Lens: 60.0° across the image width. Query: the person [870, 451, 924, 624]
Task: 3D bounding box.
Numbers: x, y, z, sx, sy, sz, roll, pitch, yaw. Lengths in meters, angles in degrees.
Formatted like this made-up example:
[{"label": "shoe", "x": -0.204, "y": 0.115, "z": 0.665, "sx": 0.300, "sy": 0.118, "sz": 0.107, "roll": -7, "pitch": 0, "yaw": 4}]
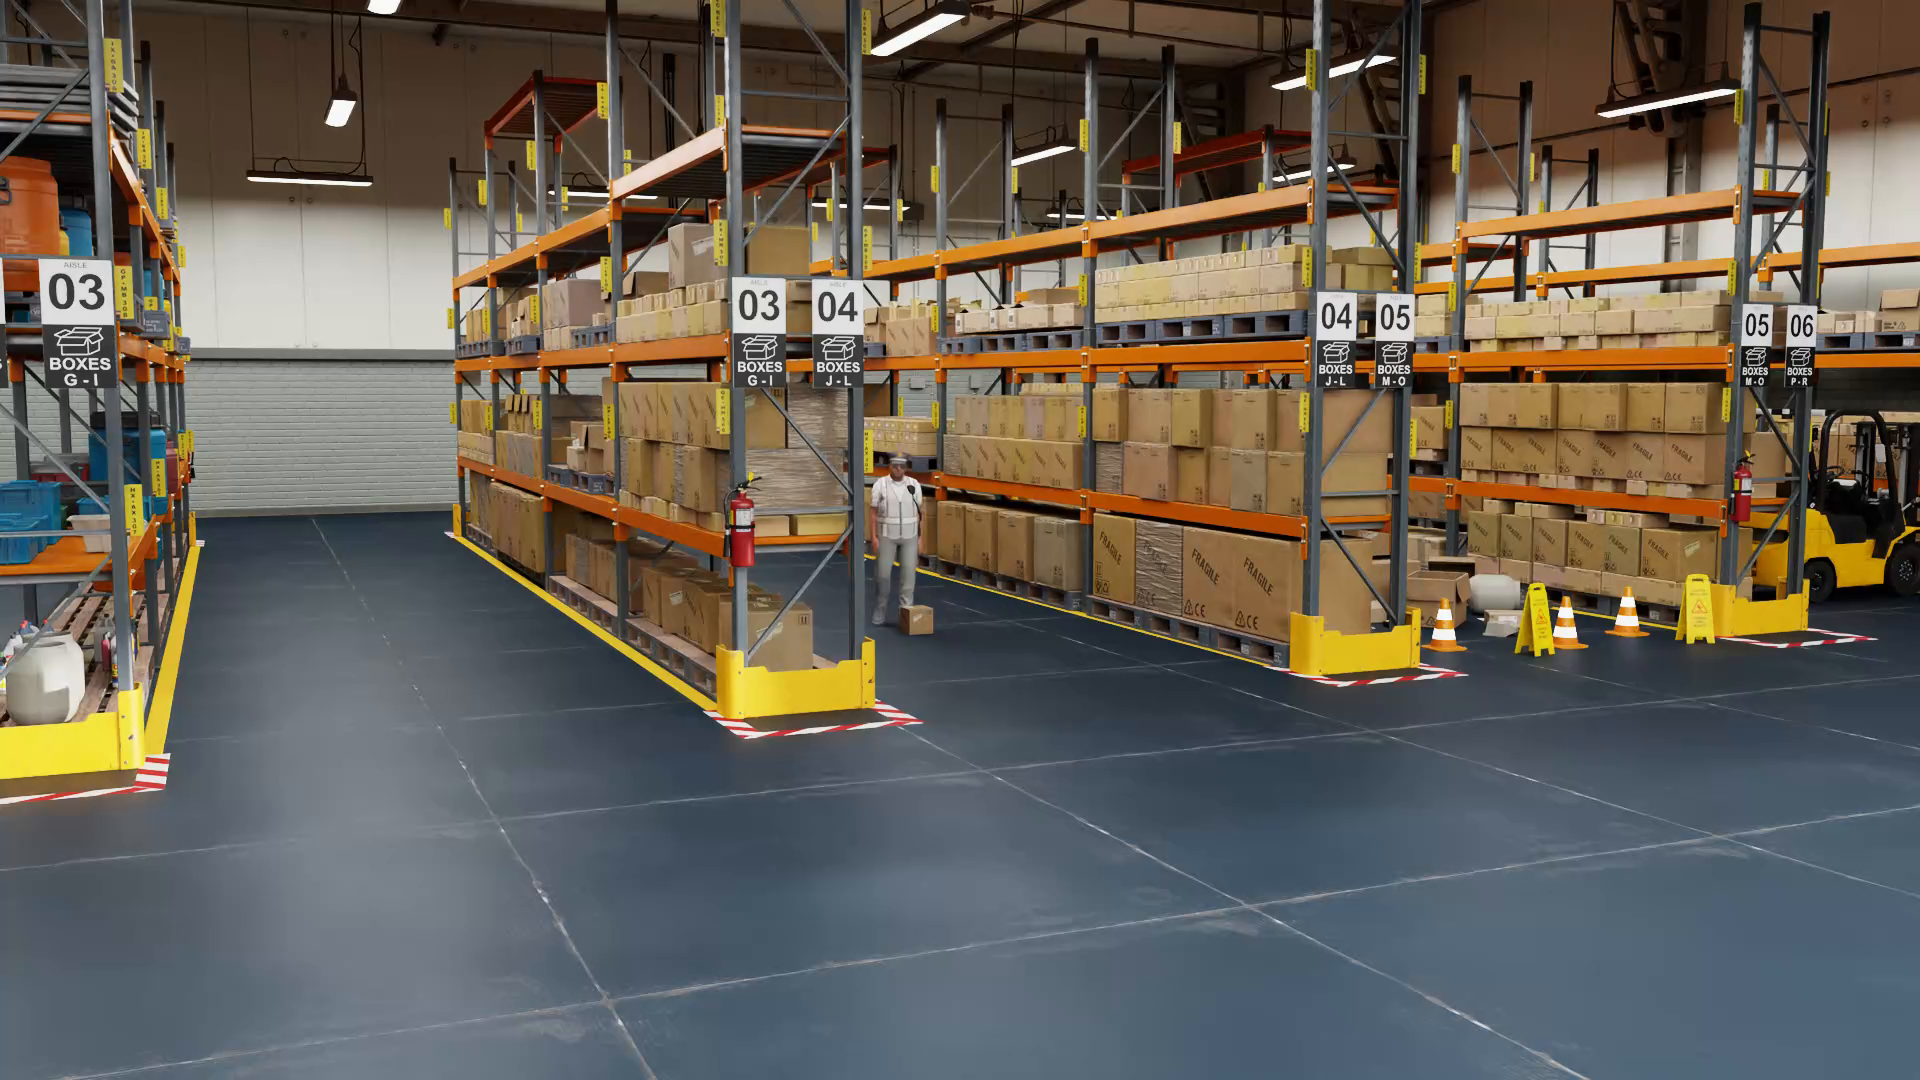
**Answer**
[{"label": "person", "x": -0.637, "y": -0.027, "z": 16.774, "sx": 0.548, "sy": 1.751, "sz": 0.515, "roll": -1, "pitch": 6, "yaw": -14}]
